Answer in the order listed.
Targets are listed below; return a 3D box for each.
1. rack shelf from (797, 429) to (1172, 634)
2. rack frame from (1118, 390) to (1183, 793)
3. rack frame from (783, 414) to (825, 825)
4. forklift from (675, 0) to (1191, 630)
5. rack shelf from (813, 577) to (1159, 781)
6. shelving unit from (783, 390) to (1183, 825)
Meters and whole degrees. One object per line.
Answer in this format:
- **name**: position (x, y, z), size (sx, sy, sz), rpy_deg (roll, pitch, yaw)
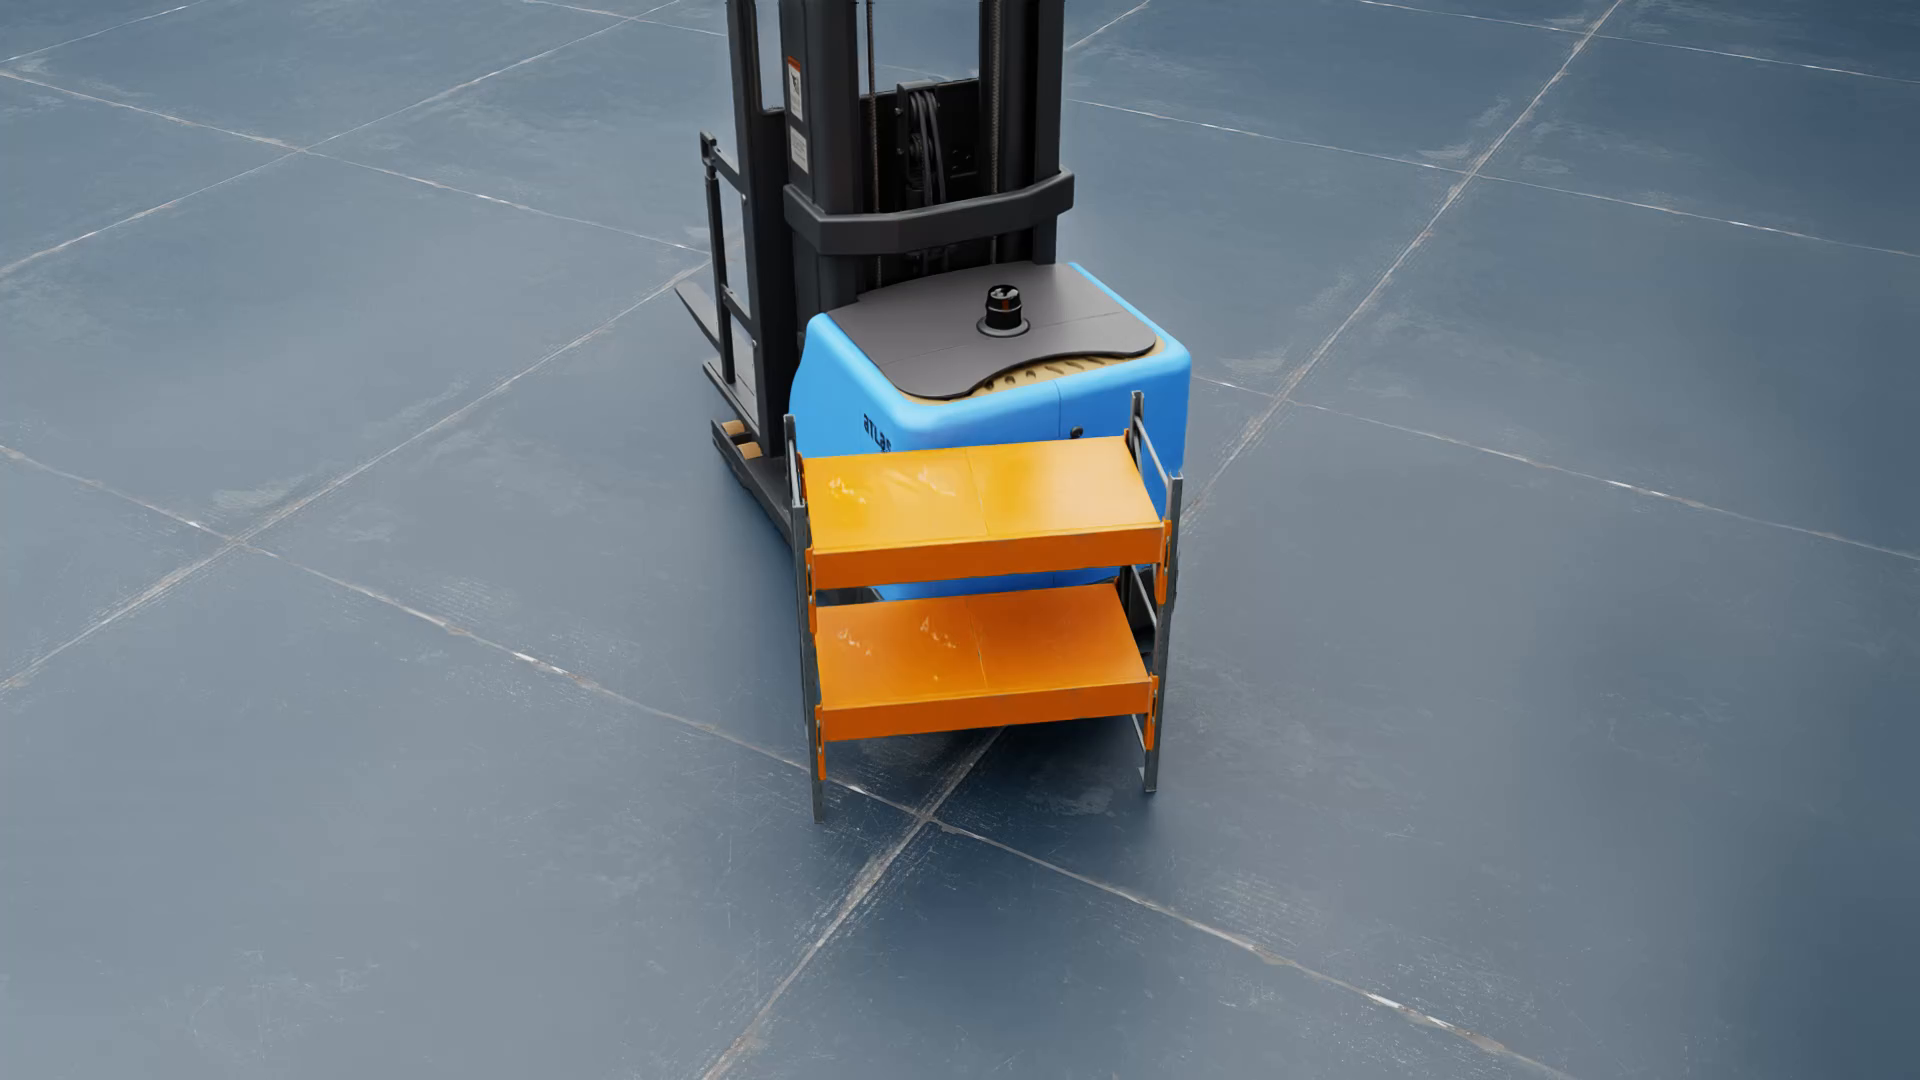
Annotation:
- **rack shelf**: position (0.048, -0.037, 4.763), size (1.000, 0.278, 0.538), rpy_deg (-4, 34, -7)
- **rack frame**: position (0.551, 0.167, 4.984), size (0.032, 1.125, 0.500), rpy_deg (-4, 34, -7)
- **rack frame**: position (-0.456, 0.245, 4.866), size (0.032, 1.125, 0.500), rpy_deg (-4, 34, -7)
- **forklift**: position (-0.347, -1.536, 5.912), size (1.130, 2.935, 3.031), rpy_deg (-15, 36, -21)
- **rack shelf**: position (0.048, 0.410, 5.061), size (1.000, 0.278, 0.538), rpy_deg (-4, 34, -7)
- **shelving unit**: position (0.048, 0.206, 4.925), size (1.048, 1.125, 0.538), rpy_deg (-4, 34, -7)
